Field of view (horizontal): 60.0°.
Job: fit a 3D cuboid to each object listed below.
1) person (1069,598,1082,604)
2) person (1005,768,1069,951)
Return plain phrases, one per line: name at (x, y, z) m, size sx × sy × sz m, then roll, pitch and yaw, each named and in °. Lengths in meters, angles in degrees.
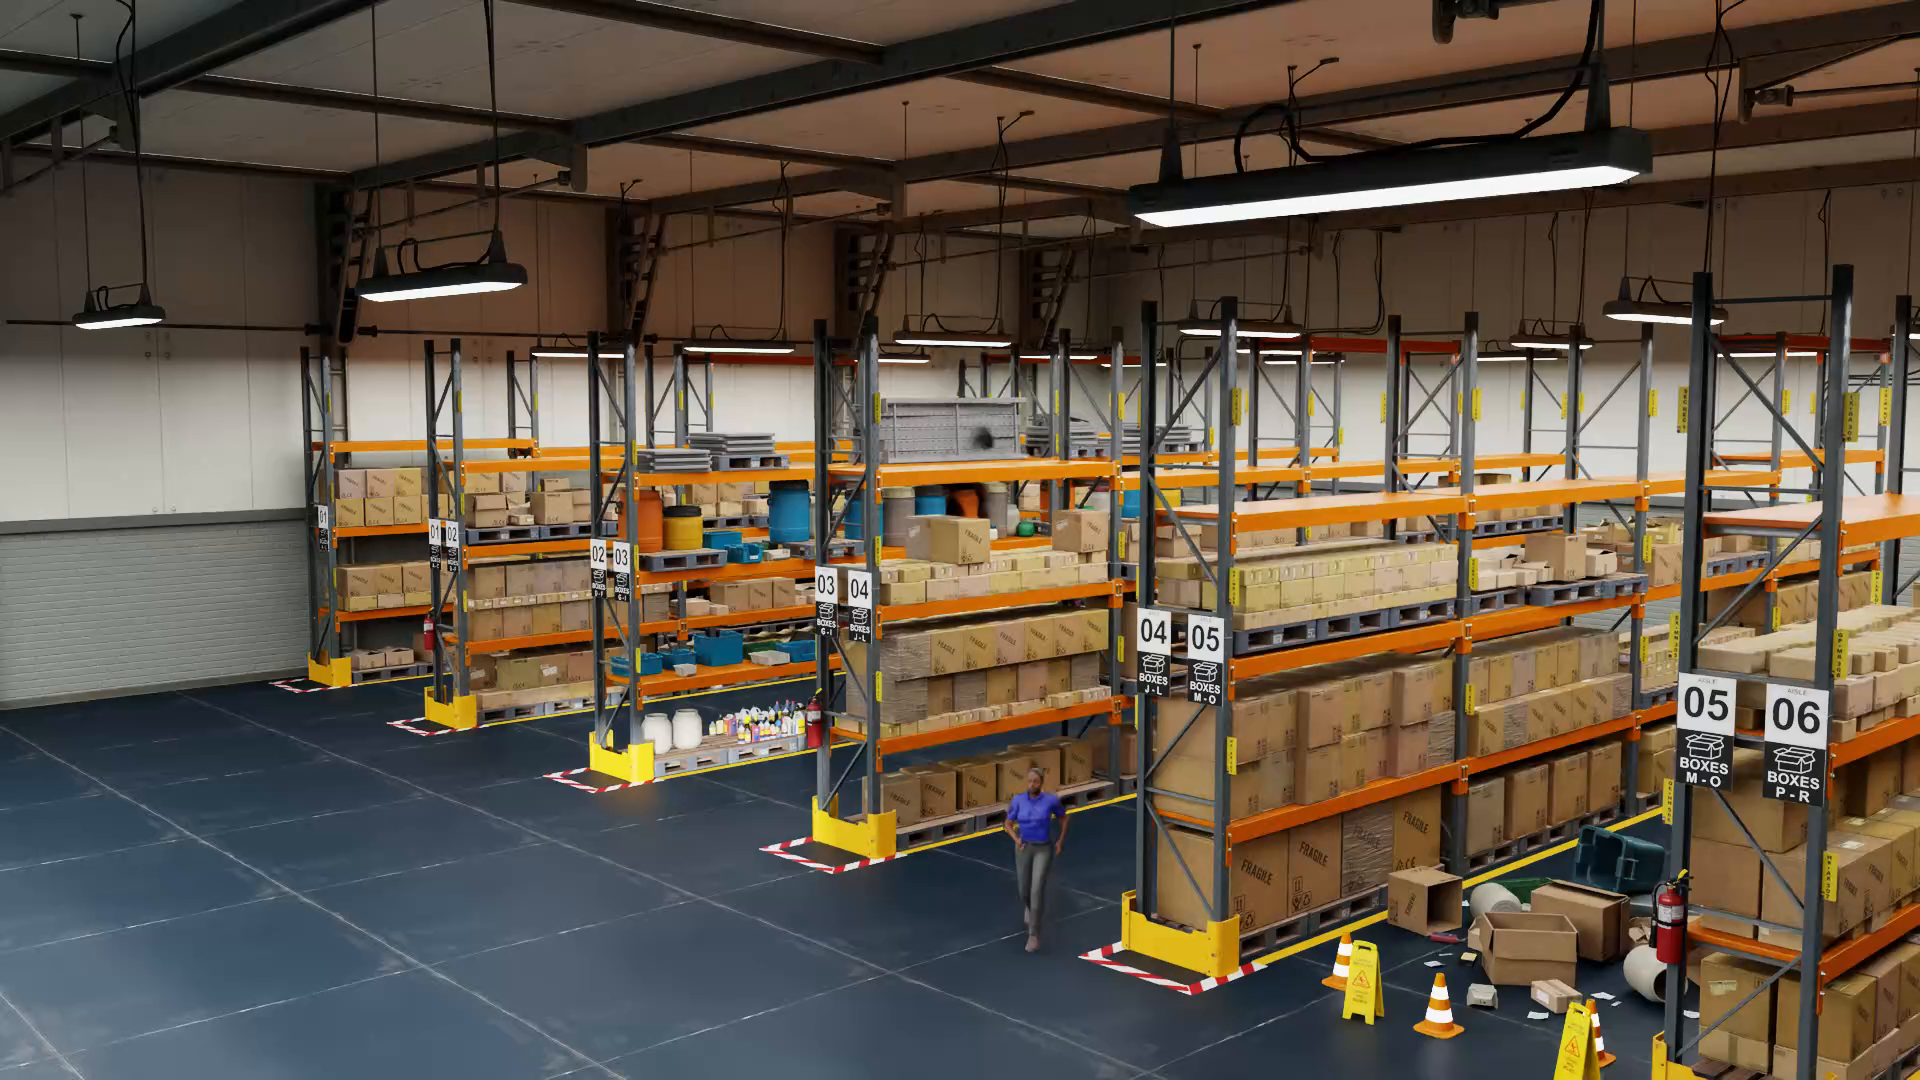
person at (2.155, 1.488, 31.268) m, size 1.112 × 1.710 × 0.728 m, roll -4°, pitch 7°, yaw -39°
person at (0.723, 2.971, 15.756) m, size 0.600 × 1.671 × 0.774 m, roll 1°, pitch 5°, yaw 11°
